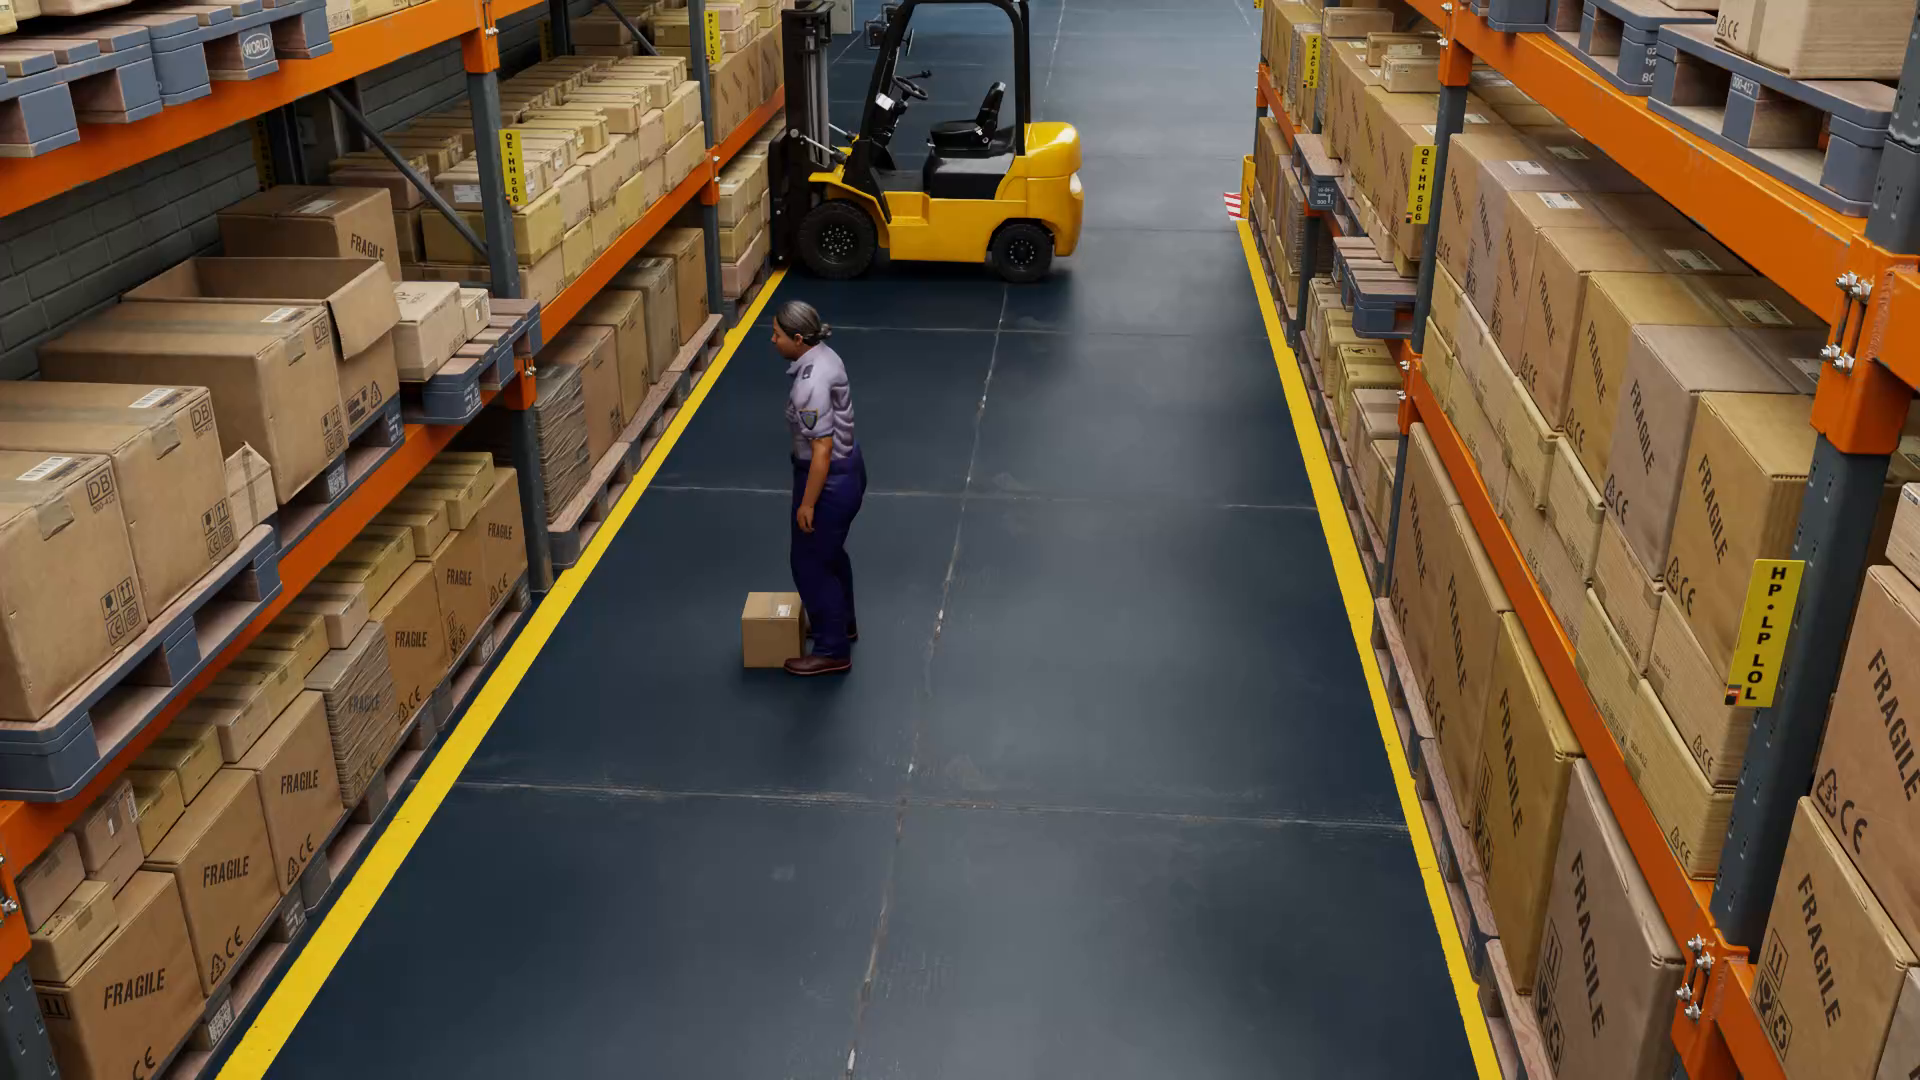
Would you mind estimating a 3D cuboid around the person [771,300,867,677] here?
[{"bbox_3d":[-0.590,-0.233,7.121,0.367,1.651,0.550,1,25,3],"label":"person"}]
